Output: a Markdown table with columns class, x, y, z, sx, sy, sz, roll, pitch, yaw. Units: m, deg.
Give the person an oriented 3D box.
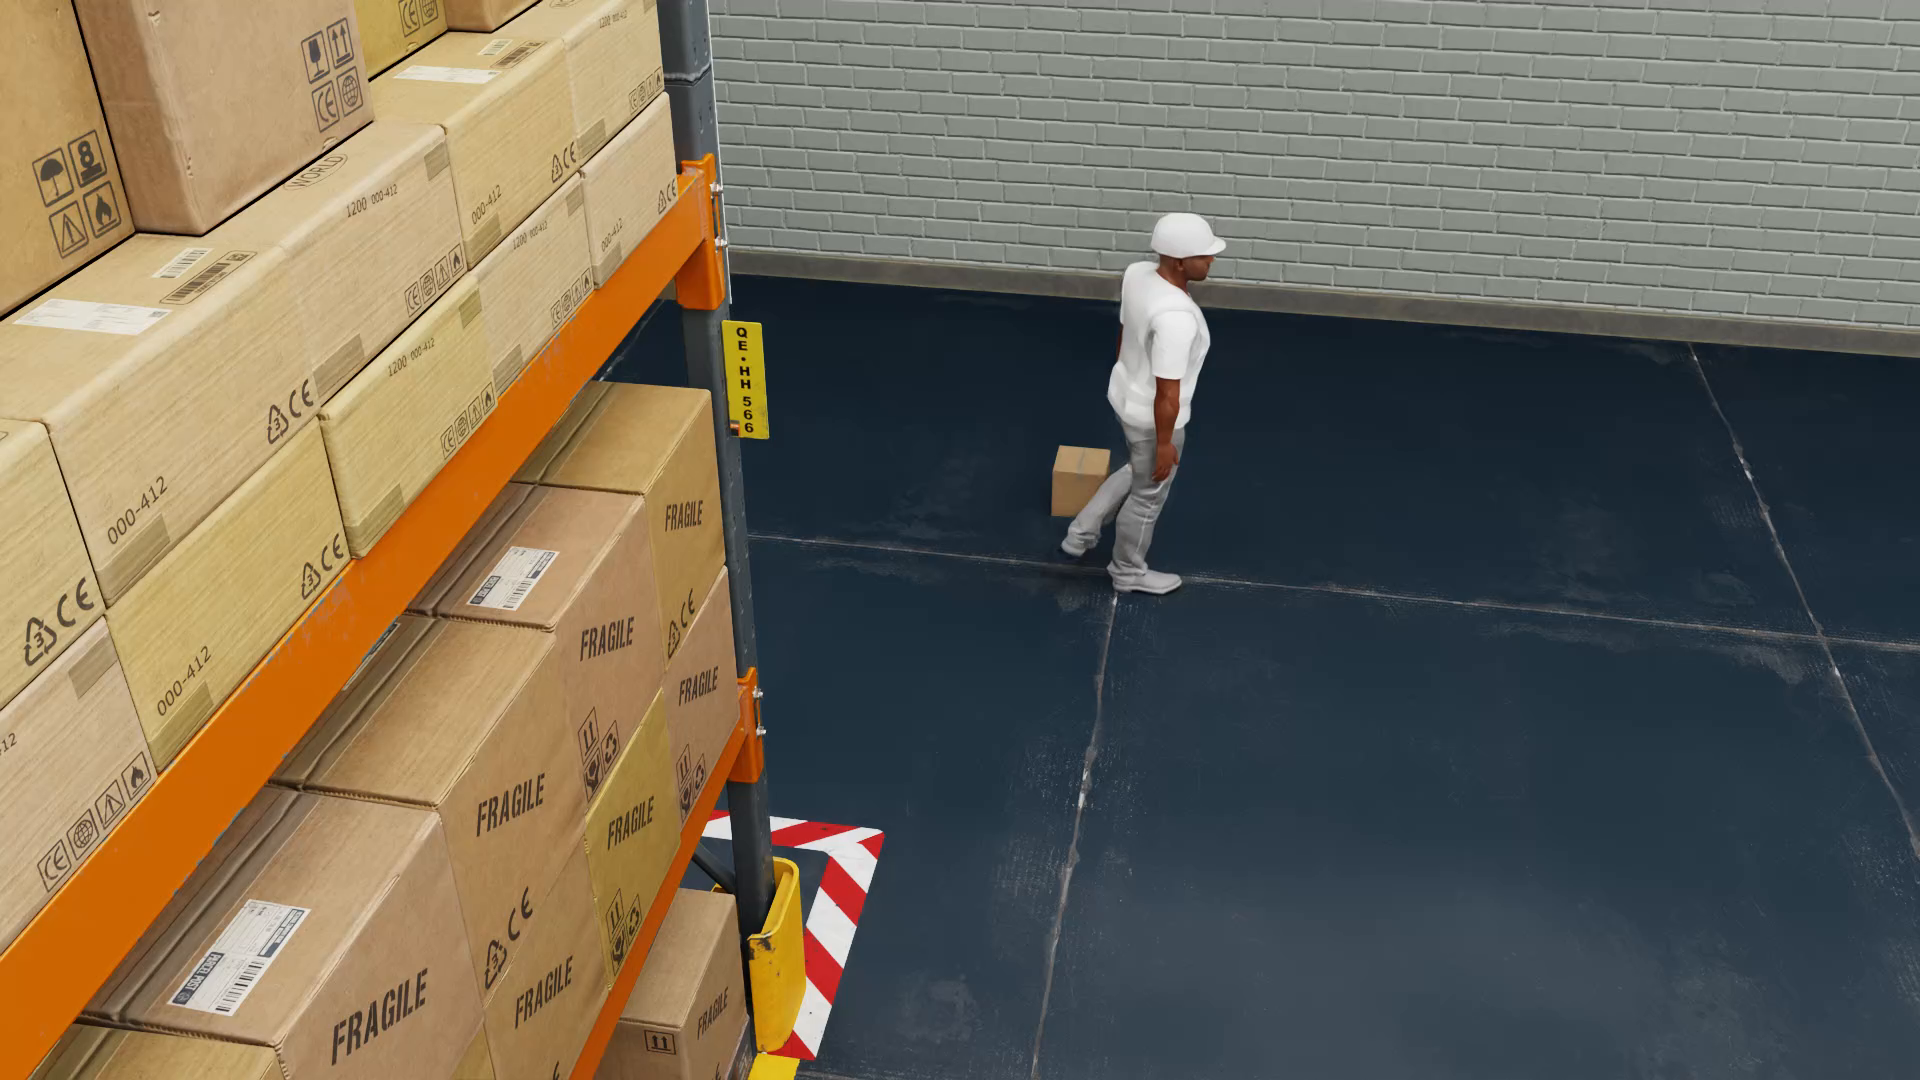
| class | x | y | z | sx | sy | sz | roll | pitch | yaw |
| --- | --- | --- | --- | --- | --- | --- | --- | --- | --- |
| person | 0.749 | -0.539 | 6.969 | 0.572 | 1.762 | 0.624 | -7 | 33 | -10 |
